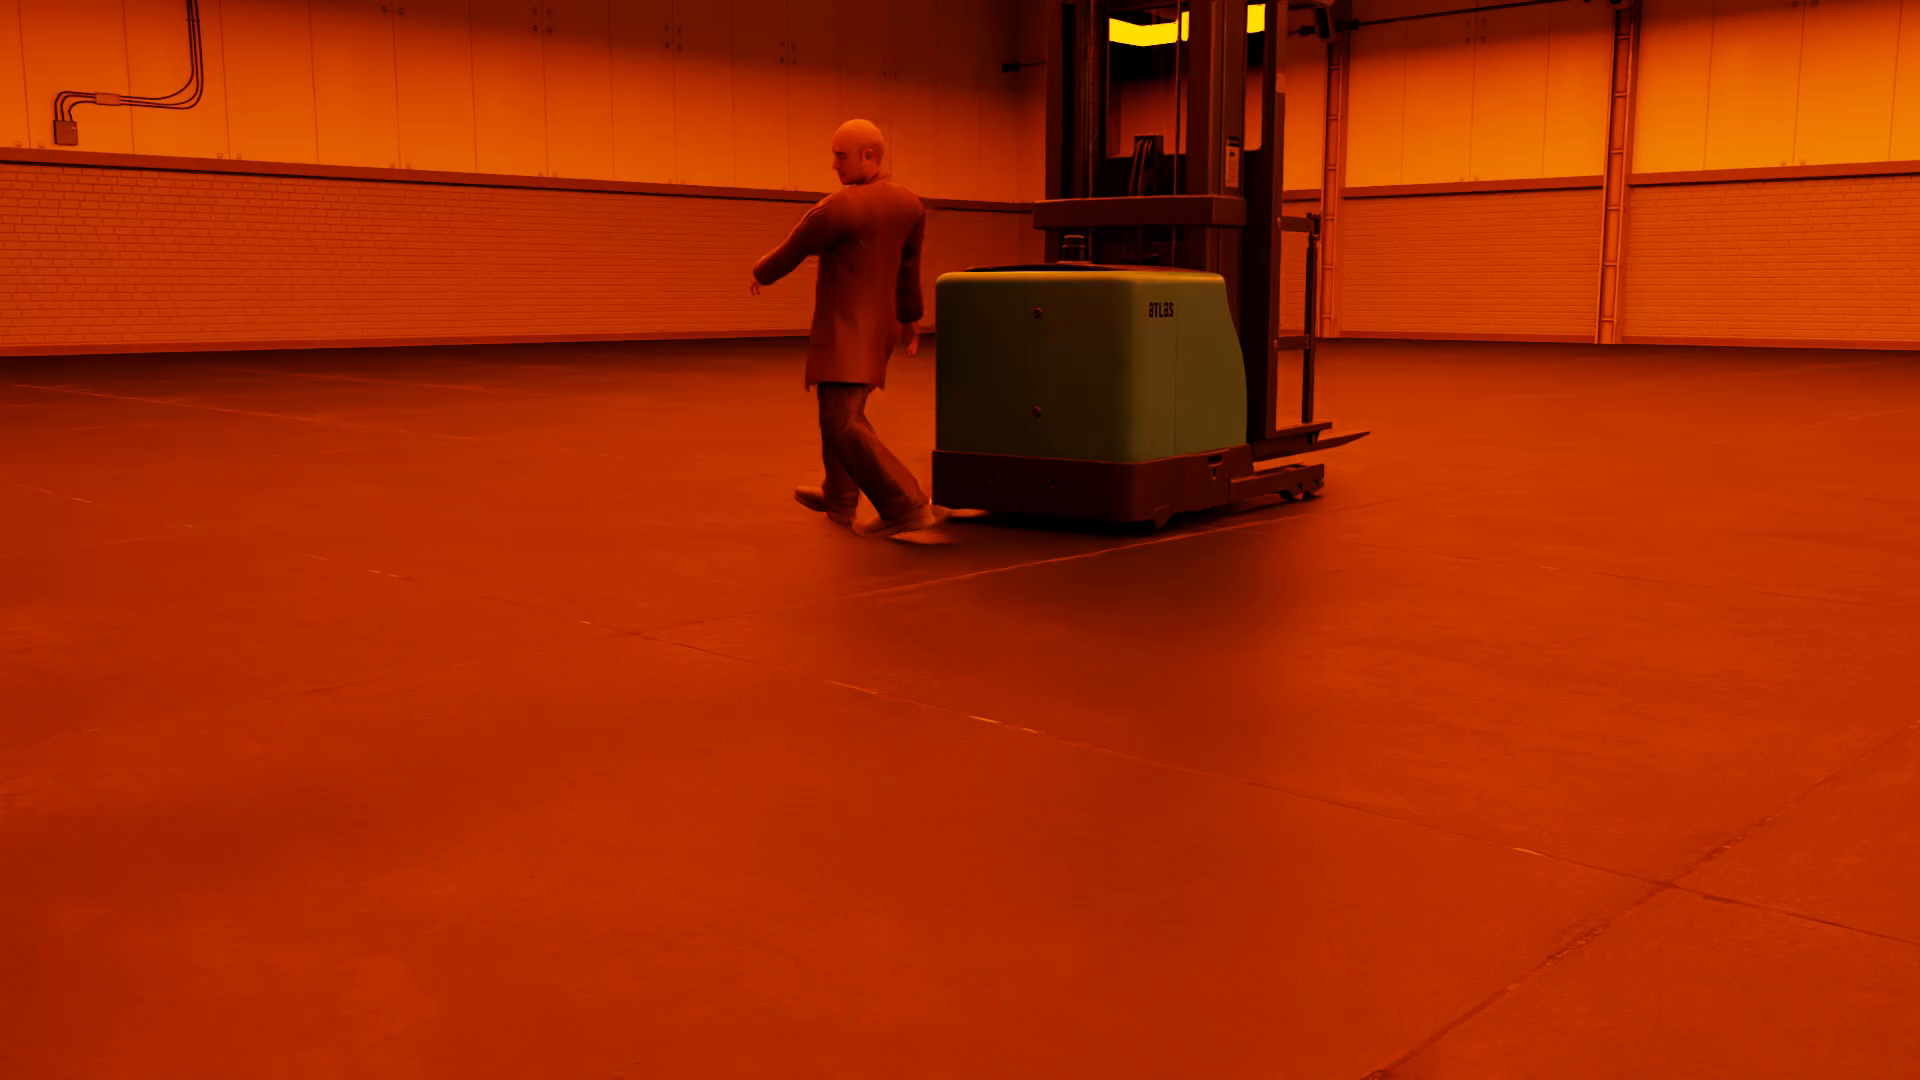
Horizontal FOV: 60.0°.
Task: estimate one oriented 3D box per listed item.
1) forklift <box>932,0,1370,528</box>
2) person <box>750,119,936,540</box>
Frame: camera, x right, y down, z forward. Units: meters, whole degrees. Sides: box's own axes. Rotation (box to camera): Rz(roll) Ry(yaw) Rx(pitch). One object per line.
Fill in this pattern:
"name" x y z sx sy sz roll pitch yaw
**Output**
"forklift" 1.132 -1.673 7.986 1.130 2.935 3.031 6 10 34
"person" -0.425 -0.878 6.964 0.949 1.685 0.783 4 9 24
